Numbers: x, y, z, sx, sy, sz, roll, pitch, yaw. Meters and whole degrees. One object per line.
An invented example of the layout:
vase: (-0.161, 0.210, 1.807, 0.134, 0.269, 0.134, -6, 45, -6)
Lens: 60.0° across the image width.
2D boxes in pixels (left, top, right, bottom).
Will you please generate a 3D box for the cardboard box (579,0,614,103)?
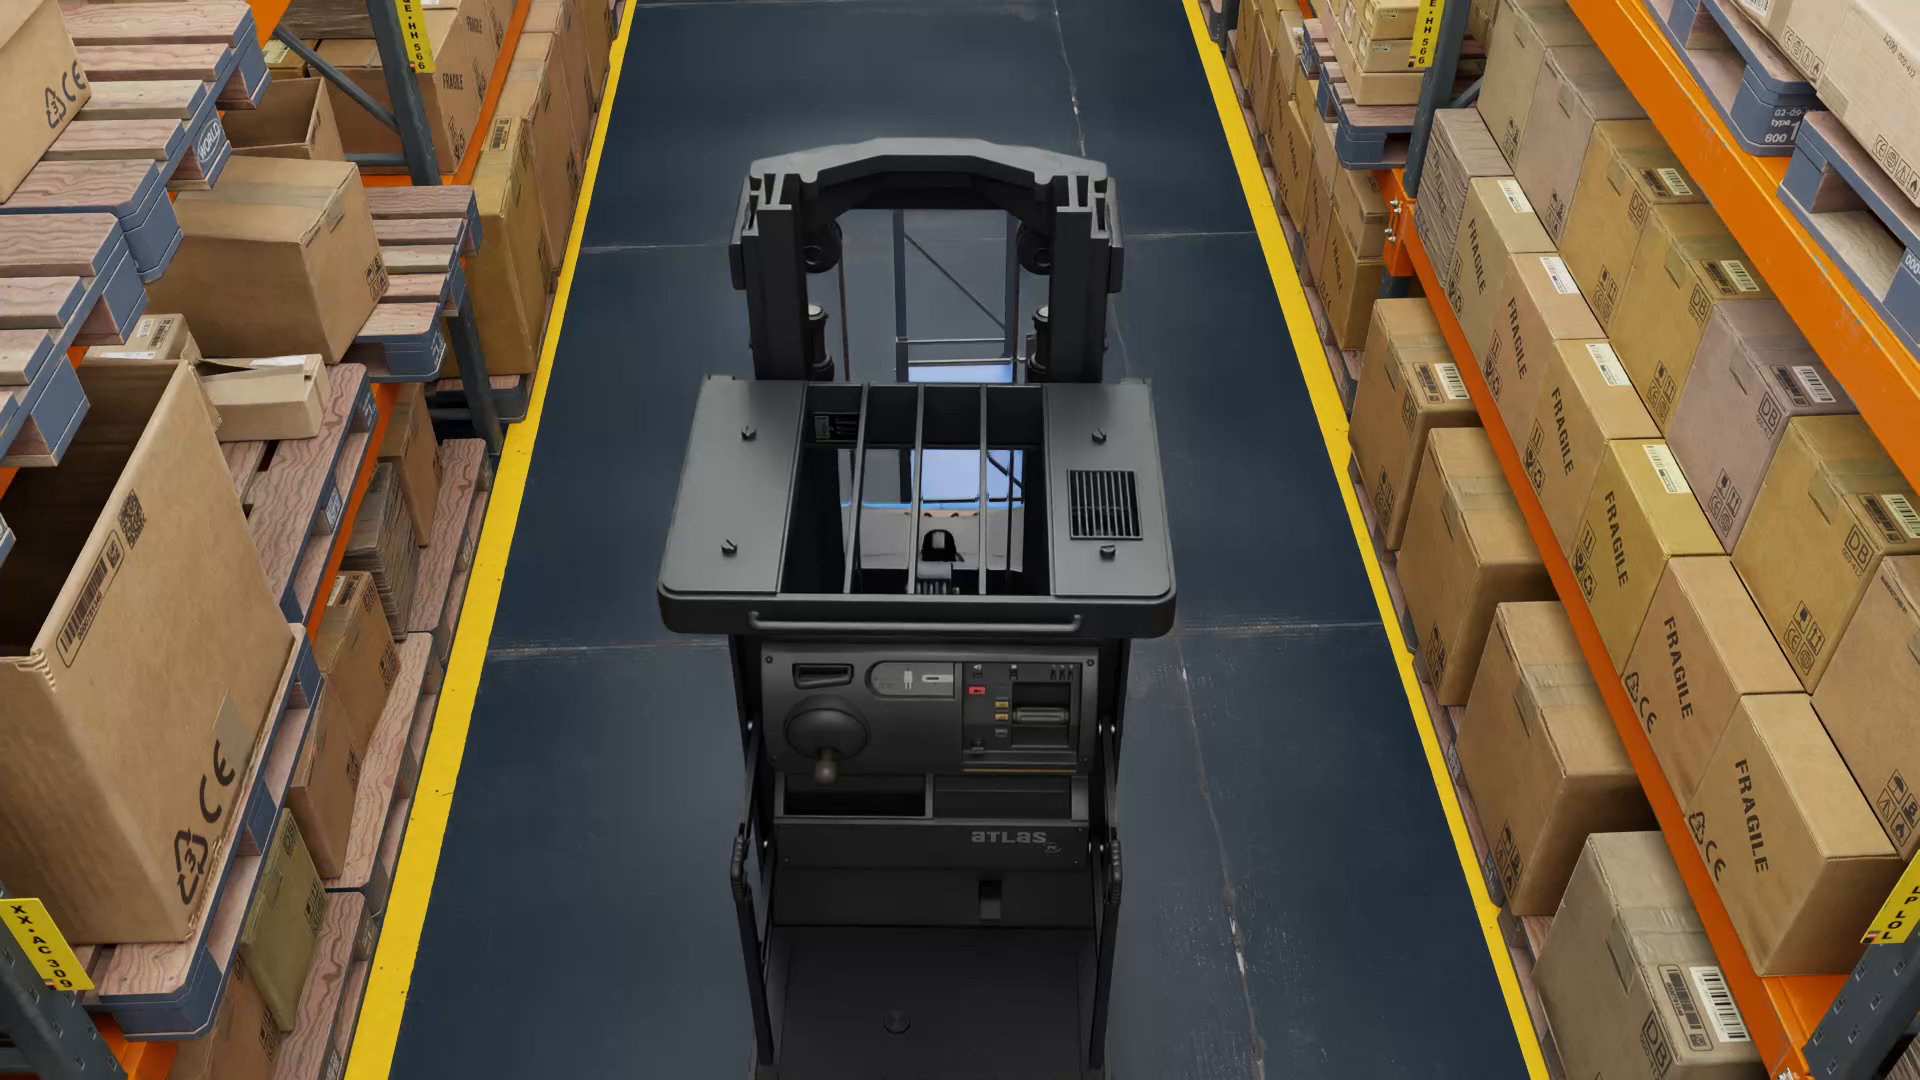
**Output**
cardboard box: (-2.746, -3.155, 9.734, 1.225, 0.875, 0.875, -2, 43, -2)

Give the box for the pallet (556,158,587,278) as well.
pallet: (-2.630, -1.842, 9.104, 1.003, 0.211, 1.213, -2, 43, -2)

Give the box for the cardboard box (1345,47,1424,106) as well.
cardboard box: (1.856, -1.970, 7.055, 0.380, 0.149, 0.250, -1, 43, -1)

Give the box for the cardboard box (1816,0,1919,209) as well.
cardboard box: (2.234, -0.957, 3.581, 0.500, 0.250, 0.500, -2, 43, -2)

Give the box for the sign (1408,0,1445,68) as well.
sign: (1.795, -1.964, 6.375, 0.100, 0.325, 0.005, -2, 43, -2)

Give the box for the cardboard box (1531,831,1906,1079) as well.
cardboard box: (2.390, 1.370, 4.890, 1.050, 0.750, 0.750, -2, 43, -2)

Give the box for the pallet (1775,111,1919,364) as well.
pallet: (2.418, -0.541, 3.542, 0.805, 0.209, 1.217, -3, 43, -4)

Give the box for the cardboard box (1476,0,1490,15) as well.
cardboard box: (2.488, -2.456, 7.364, 0.380, 0.149, 0.250, -3, 43, -3)

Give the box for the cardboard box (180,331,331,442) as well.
cardboard box: (-2.283, -0.502, 5.366, 0.396, 0.266, 0.258, -3, 43, -3)

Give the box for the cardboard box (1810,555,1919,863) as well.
cardboard box: (2.479, 0.371, 3.811, 0.700, 0.500, 0.500, -2, 43, -3)

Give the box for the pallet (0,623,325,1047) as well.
pallet: (-2.341, 0.737, 4.368, 1.003, 0.211, 1.213, -2, 43, -2)

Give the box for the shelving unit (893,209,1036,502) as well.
shelving unit: (0.004, -0.495, 6.680, 0.538, 1.500, 1.048, -2, 43, -2)

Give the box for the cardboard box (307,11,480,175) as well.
cardboard box: (-2.372, -1.887, 7.015, 0.500, 0.500, 0.500, 0, 43, -1)

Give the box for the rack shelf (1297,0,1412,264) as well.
rack shelf: (2.251, -2.673, 8.479, 1.077, 0.370, 4.000, -2, 43, -2)

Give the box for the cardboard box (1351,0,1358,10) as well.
cardboard box: (1.849, -2.357, 7.037, 0.380, 0.149, 0.250, -2, 43, -2)

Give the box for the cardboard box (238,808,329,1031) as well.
cardboard box: (-2.460, 1.208, 5.237, 0.700, 0.500, 0.500, -2, 43, -2)

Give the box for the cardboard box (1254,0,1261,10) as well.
cardboard box: (1.934, -3.292, 9.606, 0.500, 0.250, 0.500, -3, 43, -4)

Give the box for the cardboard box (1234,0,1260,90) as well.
cardboard box: (1.933, -3.016, 9.859, 0.500, 0.500, 0.500, 0, 43, 0)

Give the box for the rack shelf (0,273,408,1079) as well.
rack shelf: (-2.539, 0.101, 5.452, 1.077, 0.370, 4.000, -2, 43, -2)

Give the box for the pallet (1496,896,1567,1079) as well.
pallet: (2.398, 1.621, 5.325, 1.003, 0.211, 1.213, -2, 43, -2)

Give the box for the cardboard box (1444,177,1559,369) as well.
cardboard box: (2.110, -0.971, 6.016, 0.500, 0.500, 0.500, -2, 43, -2)

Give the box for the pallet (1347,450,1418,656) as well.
pallet: (2.295, -0.026, 7.122, 1.003, 0.211, 1.213, -2, 43, -2)

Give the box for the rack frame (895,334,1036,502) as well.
rack frame: (0.025, -0.152, 6.306, 0.500, 1.500, 0.032, -2, 43, -2)

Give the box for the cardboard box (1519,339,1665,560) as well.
cardboard box: (2.150, -0.294, 5.277, 0.500, 0.500, 0.500, -2, 43, -2)

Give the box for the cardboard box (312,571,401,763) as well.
cardboard box: (-2.508, 0.453, 6.060, 0.700, 0.500, 0.500, 2, 43, 2)

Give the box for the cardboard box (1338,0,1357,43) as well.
cardboard box: (1.847, -2.261, 7.152, 0.380, 0.149, 0.250, 0, 43, 0)

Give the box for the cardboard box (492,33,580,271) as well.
cardboard box: (-2.662, -1.954, 8.424, 1.225, 0.875, 0.875, -2, 43, -2)

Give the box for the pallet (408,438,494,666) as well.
pallet: (-2.592, 0.041, 7.049, 1.003, 0.211, 1.213, -2, 43, -2)

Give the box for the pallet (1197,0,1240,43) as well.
pallet: (2.103, -3.713, 11.145, 1.003, 0.211, 1.213, -2, 43, -2)

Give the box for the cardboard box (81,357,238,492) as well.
cardboard box: (-2.620, -0.174, 4.833, 0.797, 0.503, 0.637, 2, 43, 3)

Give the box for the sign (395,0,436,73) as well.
sign: (-2.082, -1.934, 6.342, 0.100, 0.325, 0.005, -2, 43, -2)

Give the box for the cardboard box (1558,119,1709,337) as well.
cardboard box: (2.392, -1.003, 5.310, 0.700, 0.500, 0.500, -2, 43, -2)

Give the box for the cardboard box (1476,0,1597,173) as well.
cardboard box: (2.345, -1.691, 6.060, 0.700, 0.500, 0.500, -2, 43, -2)

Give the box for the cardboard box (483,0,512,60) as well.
cardboard box: (-2.422, -2.581, 7.772, 0.500, 0.500, 0.500, -2, 43, -3)

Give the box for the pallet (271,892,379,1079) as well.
pallet: (-2.488, 1.688, 5.252, 1.003, 0.211, 1.213, -2, 43, -2)

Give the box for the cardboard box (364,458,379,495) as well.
cardboard box: (-2.532, -0.222, 6.242, 0.500, 0.250, 0.500, 3, 43, 3)

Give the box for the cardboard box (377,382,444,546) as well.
cardboard box: (-2.575, -0.303, 6.885, 0.700, 0.500, 0.500, -4, 43, -4)

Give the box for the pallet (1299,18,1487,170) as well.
pallet: (2.200, -1.996, 7.349, 1.213, 0.211, 1.003, -2, 43, -2)

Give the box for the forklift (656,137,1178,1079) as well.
forklift: (-0.085, 0.569, 4.460, 1.130, 2.935, 3.031, 1, 43, 1)

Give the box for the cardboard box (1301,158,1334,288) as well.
cardboard box: (2.029, -1.609, 8.325, 0.500, 0.500, 0.500, 0, 43, 0)

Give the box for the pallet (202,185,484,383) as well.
pallet: (-2.487, -0.966, 6.225, 1.213, 0.211, 1.003, -2, 43, -2)

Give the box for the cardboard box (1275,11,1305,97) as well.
cardboard box: (1.976, -2.588, 8.838, 0.500, 0.250, 0.500, 0, 43, 0)

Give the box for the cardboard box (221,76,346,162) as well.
cardboard box: (-2.561, -1.343, 6.110, 0.500, 0.500, 0.500, -6, 43, -7)

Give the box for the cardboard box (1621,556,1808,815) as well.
cardboard box: (2.196, 0.389, 4.531, 0.500, 0.500, 0.500, -2, 43, -2)

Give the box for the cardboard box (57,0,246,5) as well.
cardboard box: (-2.305, -1.577, 4.642, 0.500, 0.250, 0.500, -1, 43, -1)

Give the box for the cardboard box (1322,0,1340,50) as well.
cardboard box: (1.836, -2.312, 7.427, 0.380, 0.149, 0.250, -1, 43, -1)

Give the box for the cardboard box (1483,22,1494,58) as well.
cardboard box: (2.508, -2.140, 7.239, 0.380, 0.149, 0.250, 0, 43, 0)

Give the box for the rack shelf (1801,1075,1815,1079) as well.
rack shelf: (2.591, 2.727, 2.587, 1.077, 0.370, 4.000, -2, 43, -2)

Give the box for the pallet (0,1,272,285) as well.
pallet: (-2.421, -0.970, 4.008, 1.213, 0.211, 1.003, -2, 43, -2)

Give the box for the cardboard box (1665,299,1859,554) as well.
cardboard box: (2.434, -0.317, 4.562, 0.700, 0.500, 0.500, -1, 43, -1)

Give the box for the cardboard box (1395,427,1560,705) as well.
cardboard box: (2.313, 0.090, 6.286, 1.050, 0.750, 0.750, -1, 43, -1)

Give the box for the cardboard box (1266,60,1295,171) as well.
cardboard box: (1.993, -2.305, 9.084, 0.500, 0.500, 0.500, -1, 43, -1)

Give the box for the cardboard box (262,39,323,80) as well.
cardboard box: (-2.892, -1.877, 7.004, 0.500, 0.500, 0.500, 0, 43, 0)

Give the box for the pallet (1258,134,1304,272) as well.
pallet: (2.256, -1.910, 9.177, 1.003, 0.211, 1.213, -2, 43, -2)

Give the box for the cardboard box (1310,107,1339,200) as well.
cardboard box: (2.013, -1.893, 8.079, 0.500, 0.250, 0.500, -1, 43, -1)

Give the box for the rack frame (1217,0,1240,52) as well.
rack frame: (2.166, -4.289, 9.709, 1.000, 3.000, 0.127, -2, 43, -2)
